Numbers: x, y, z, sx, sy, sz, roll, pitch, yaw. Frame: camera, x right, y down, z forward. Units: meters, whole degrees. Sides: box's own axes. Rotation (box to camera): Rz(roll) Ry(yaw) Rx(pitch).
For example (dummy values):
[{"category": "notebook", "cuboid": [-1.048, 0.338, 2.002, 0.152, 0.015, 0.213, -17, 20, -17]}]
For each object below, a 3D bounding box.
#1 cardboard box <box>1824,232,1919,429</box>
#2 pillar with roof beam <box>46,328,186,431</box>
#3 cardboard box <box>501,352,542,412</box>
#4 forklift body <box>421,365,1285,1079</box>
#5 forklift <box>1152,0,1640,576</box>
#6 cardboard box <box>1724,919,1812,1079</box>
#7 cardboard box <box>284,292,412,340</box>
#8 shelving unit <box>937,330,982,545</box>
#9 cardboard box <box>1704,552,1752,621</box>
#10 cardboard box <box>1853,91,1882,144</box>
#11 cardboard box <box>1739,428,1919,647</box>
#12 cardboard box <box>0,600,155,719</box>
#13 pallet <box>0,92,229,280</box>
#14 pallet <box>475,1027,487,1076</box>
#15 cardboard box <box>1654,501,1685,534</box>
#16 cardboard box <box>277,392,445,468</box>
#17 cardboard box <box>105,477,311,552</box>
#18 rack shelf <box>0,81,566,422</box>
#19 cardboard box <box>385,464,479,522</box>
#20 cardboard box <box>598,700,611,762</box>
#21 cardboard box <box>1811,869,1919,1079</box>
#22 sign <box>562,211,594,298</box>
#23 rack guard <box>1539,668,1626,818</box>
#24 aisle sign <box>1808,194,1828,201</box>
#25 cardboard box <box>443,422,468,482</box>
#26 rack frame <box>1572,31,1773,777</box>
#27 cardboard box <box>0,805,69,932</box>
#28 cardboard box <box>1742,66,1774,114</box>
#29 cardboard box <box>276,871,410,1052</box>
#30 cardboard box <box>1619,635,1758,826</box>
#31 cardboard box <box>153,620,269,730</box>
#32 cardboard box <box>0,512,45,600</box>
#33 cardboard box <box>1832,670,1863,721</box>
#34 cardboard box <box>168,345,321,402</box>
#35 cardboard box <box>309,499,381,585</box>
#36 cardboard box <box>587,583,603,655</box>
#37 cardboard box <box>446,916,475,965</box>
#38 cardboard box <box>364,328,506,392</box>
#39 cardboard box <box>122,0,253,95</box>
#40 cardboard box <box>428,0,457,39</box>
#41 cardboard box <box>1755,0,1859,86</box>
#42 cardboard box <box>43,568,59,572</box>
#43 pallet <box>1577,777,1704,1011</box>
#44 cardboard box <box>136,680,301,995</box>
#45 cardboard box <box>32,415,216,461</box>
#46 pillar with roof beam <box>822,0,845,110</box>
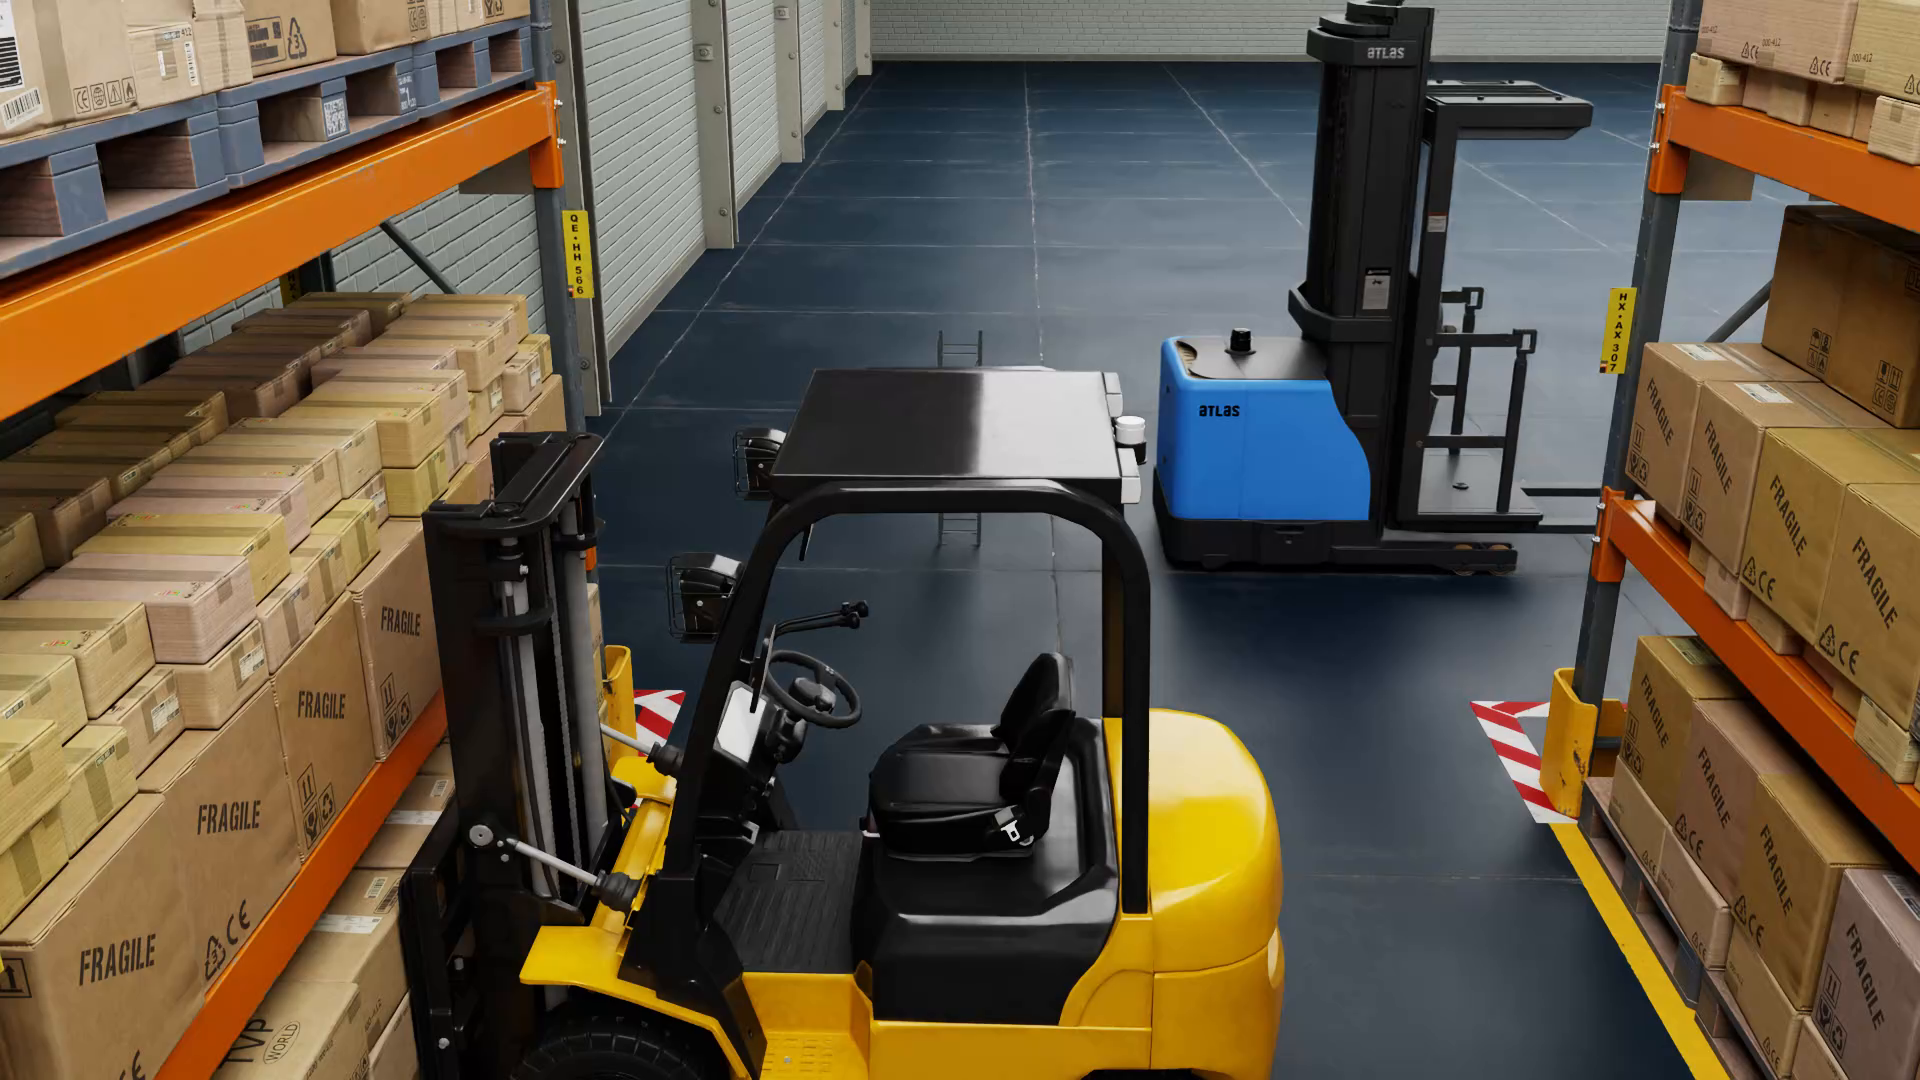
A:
[{"category": "cardboard box", "cuboid": [3.175, -0.651, 5.128, 0.700, 0.500, 0.500, 1, 21, 2]}, {"category": "pillar with roof beam", "cuboid": [1.415, -2.930, 4.641, 9.100, 9.000, 0.400, 1, 21, 2]}, {"category": "cardboard box", "cuboid": [-1.675, -0.550, 5.766, 0.380, 0.149, 0.250, 1, 21, 2]}, {"category": "forklift body", "cuboid": [-0.200, 0.679, 4.806, 2.313, 2.155, 1.214, 1, 21, 2]}, {"category": "forklift", "cuboid": [2.656, -1.365, 8.996, 3.031, 2.935, 1.130, 0, 21, 1]}, {"category": "cardboard box", "cuboid": [2.667, 1.387, 5.027, 0.500, 0.250, 0.500, 2, 21, 5]}, {"category": "cardboard box", "cuboid": [-2.190, -0.791, 5.975, 0.380, 0.149, 0.250, 0, 21, 1]}, {"category": "shelving unit", "cuboid": [0.000, -0.565, 9.325, 0.258, 1.200, 0.189, 1, 21, 2]}, {"category": "cardboard box", "cuboid": [2.642, 0.146, 5.353, 0.380, 0.149, 0.250, 1, 21, 2]}, {"category": "cardboard box", "cuboid": [2.713, -1.157, 4.565, 0.380, 0.149, 0.250, 0, 21, 0]}, {"category": "cardboard box", "cuboid": [2.677, -0.015, 4.871, 0.500, 0.500, 0.500, 0, 21, 1]}, {"category": "cardboard box", "cuboid": [-1.865, 0.236, 3.327, 0.380, 0.149, 0.250, 0, 21, 1]}, {"category": "pallet", "cuboid": [-2.088, -0.642, 3.013, 1.003, 0.211, 1.213, 1, 21, 2]}, {"category": "pallet", "cuboid": [-1.988, 1.594, 5.128, 1.003, 0.211, 1.213, 1, 21, 2]}, {"category": "cardboard box", "cuboid": [2.778, -0.132, 6.069, 0.380, 0.149, 0.250, 1, 21, 2]}, {"category": "cardboard box", "cuboid": [-1.705, -0.316, 4.750, 0.380, 0.149, 0.250, 1, 21, 3]}, {"category": "cardboard box", "cuboid": [-1.822, -0.043, 4.046, 0.380, 0.149, 0.250, 1, 21, 1]}, {"category": "rack shelf", "cuboid": [-2.027, -0.762, 4.195, 1.077, 0.370, 4.000, 1, 21, 2]}, {"category": "cardboard box", "cuboid": [-1.759, 0.084, 5.026, 0.500, 0.500, 0.500, 0, 21, 1]}, {"category": "cardboard box", "cuboid": [-1.665, 0.837, 6.446, 0.500, 0.250, 0.500, 1, 21, 2]}, {"category": "cardboard box", "cuboid": [2.651, 1.228, 4.401, 0.500, 0.500, 0.500, 2, 21, 4]}, {"category": "sign", "cuboid": [-1.424, -1.062, 6.191, 0.100, 0.325, 0.005, 1, 21, 2]}, {"category": "rack guard", "cuboid": [2.993, 0.824, 6.715, 1.175, 0.500, 0.348, 1, 21, 2]}, {"category": "aisle sign", "cuboid": [3.287, -1.600, 5.913, 0.394, 0.787, 0.004, 1, 21, 2]}, {"category": "cardboard box", "cuboid": [-1.724, -0.271, 5.045, 0.380, 0.149, 0.250, 0, 21, 0]}, {"category": "rack frame", "cuboid": [2.995, -0.369, 6.334, 1.000, 3.000, 0.127, 1, 21, 2]}, {"category": "cardboard box", "cuboid": [-1.815, 0.562, 2.898, 0.380, 0.149, 0.250, 0, 21, 1]}, {"category": "cardboard box", "cuboid": [2.742, -1.438, 5.290, 0.380, 0.149, 0.250, 0, 21, 0]}, {"category": "cardboard box", "cuboid": [-1.730, 1.107, 4.366, 0.500, 0.250, 0.500, 1, 21, 3]}, {"category": "cardboard box", "cuboid": [2.694, 0.664, 5.854, 0.500, 0.500, 0.500, 0, 21, 0]}, {"category": "cardboard box", "cuboid": [-1.747, 0.286, 3.611, 0.380, 0.149, 0.250, 1, 21, 3]}, {"category": "cardboard box", "cuboid": [-2.363, 0.046, 3.816, 0.380, 0.149, 0.250, 0, 21, 1]}, {"category": "cardboard box", "cuboid": [2.682, 0.431, 4.618, 0.380, 0.149, 0.250, 0, 21, 0]}, {"category": "cardboard box", "cuboid": [-2.248, -0.512, 5.256, 0.380, 0.149, 0.250, 1, 21, 2]}, {"category": "cardboard box", "cuboid": [-1.748, 0.004, 4.338, 0.380, 0.149, 0.250, 0, 21, 1]}, {"category": "cardboard box", "cuboid": [-1.668, 0.367, 6.274, 0.500, 0.250, 0.500, 1, 21, 3]}, {"category": "cardboard box", "cuboid": [-1.708, 1.159, 4.925, 0.500, 0.250, 0.500, 1, 21, 1]}, {"category": "cardboard box", "cuboid": [-1.724, -0.594, 5.467, 0.380, 0.149, 0.250, 1, 21, 3]}, {"category": "cardboard box", "cuboid": [-1.739, -1.088, 3.506, 0.396, 0.266, 0.258, 0, 21, 0]}, {"category": "cardboard box", "cuboid": [-1.696, -1.606, 4.842, 0.396, 0.266, 0.258, 1, 21, 2]}, {"category": "cardboard box", "cuboid": [2.689, -1.476, 4.835, 0.500, 0.250, 0.500, 0, 21, 1]}, {"category": "cardboard box", "cuboid": [-2.300, 0.089, 4.118, 0.380, 0.149, 0.250, 0, 21, 1]}, {"category": "pallet", "cuboid": [2.933, 1.252, 6.011, 1.003, 0.211, 1.213, 1, 21, 2]}, {"category": "cardboard box", "cuboid": [-1.814, 0.631, 3.618, 0.500, 0.500, 0.500, 1, 21, 3]}, {"category": "cardboard box", "cuboid": [-2.266, -0.232, 4.535, 0.380, 0.149, 0.250, 1, 21, 2]}, {"category": "pillar with roof beam", "cuboid": [2.145, -11.608, 27.005, 9.100, 9.000, 0.400, 1, 21, 2]}]
